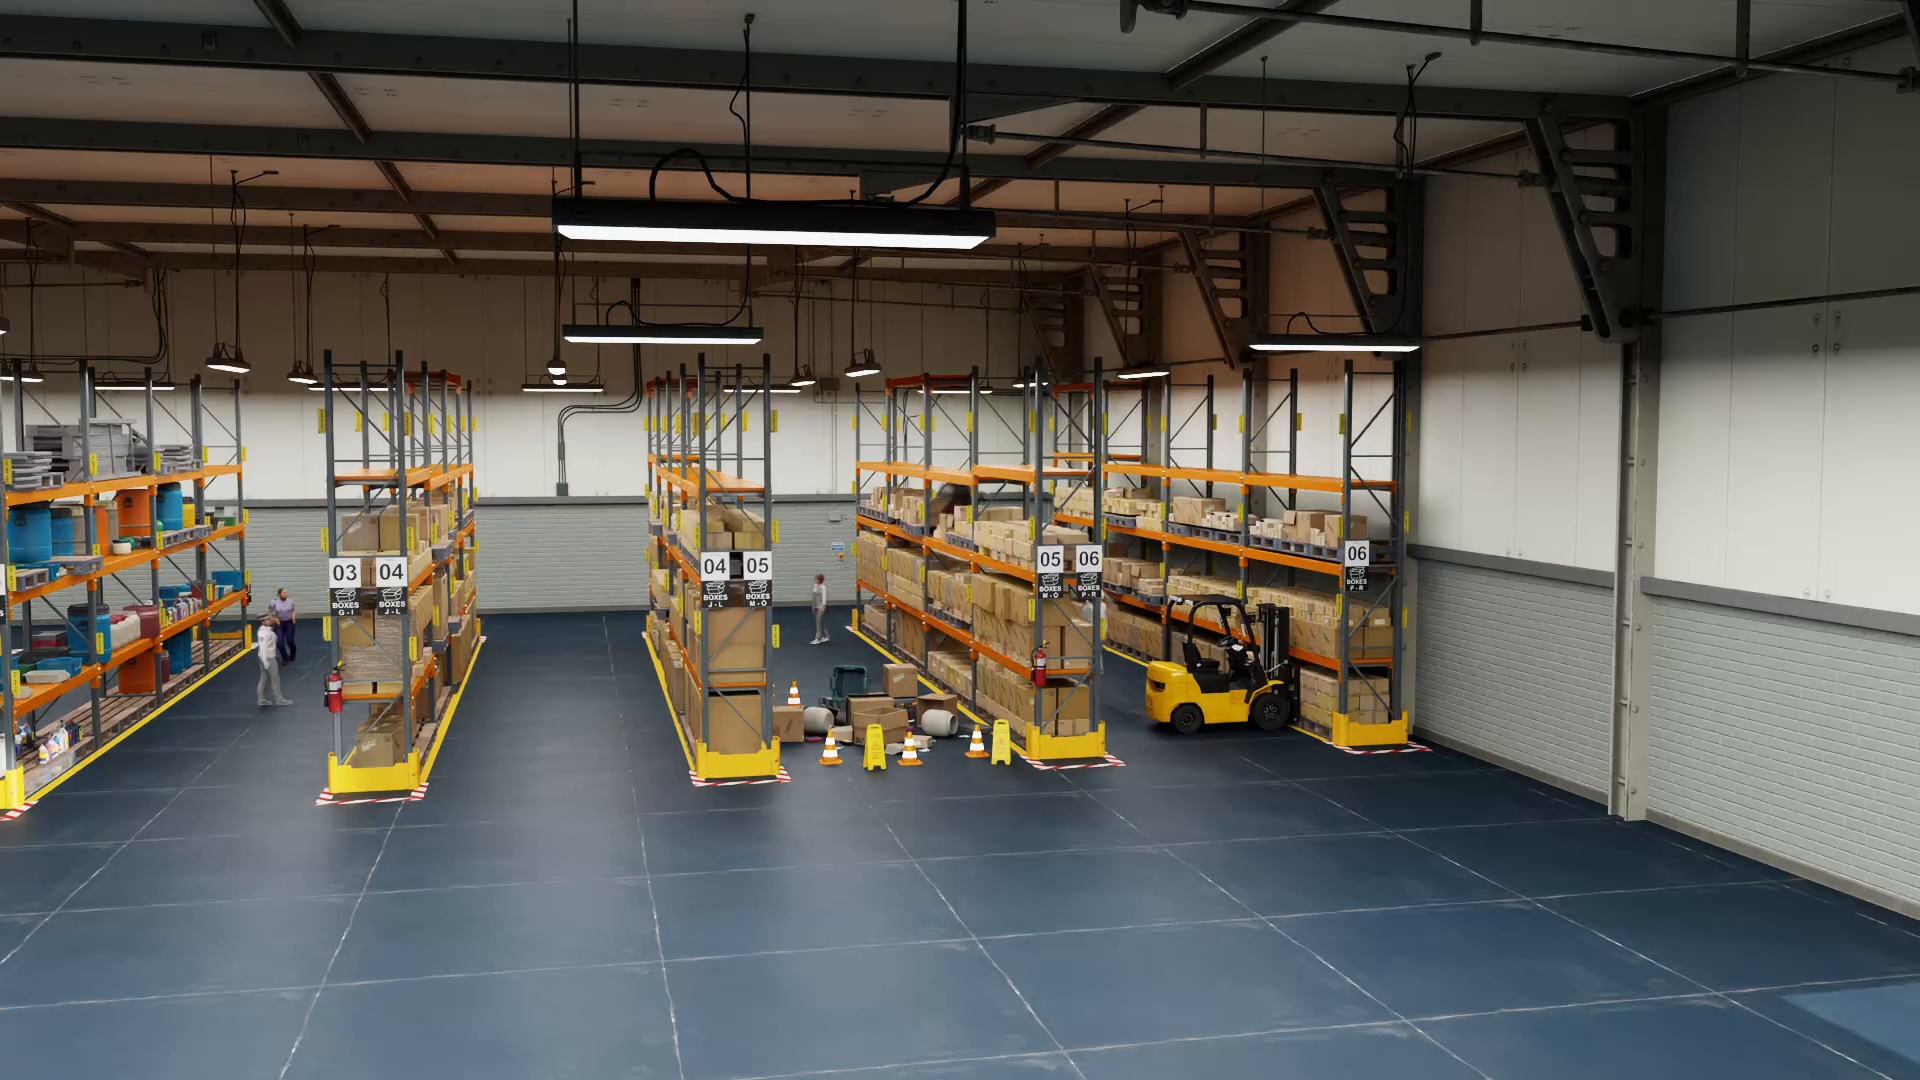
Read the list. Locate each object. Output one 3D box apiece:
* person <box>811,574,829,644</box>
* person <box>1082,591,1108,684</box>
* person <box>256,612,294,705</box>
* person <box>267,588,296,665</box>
[{"bbox_3d":[-3.210,1.560,38.021,0.548,1.595,0.426,-3,5,-35],"label":"person"},{"bbox_3d":[2.433,1.730,30.241,0.555,1.808,0.460,-1,4,-15],"label":"person"},{"bbox_3d":[-12.193,2.104,29.578,0.586,1.685,0.493,-2,5,-30],"label":"person"},{"bbox_3d":[-14.161,1.806,34.690,0.539,1.608,0.537,-1,4,-11],"label":"person"}]
